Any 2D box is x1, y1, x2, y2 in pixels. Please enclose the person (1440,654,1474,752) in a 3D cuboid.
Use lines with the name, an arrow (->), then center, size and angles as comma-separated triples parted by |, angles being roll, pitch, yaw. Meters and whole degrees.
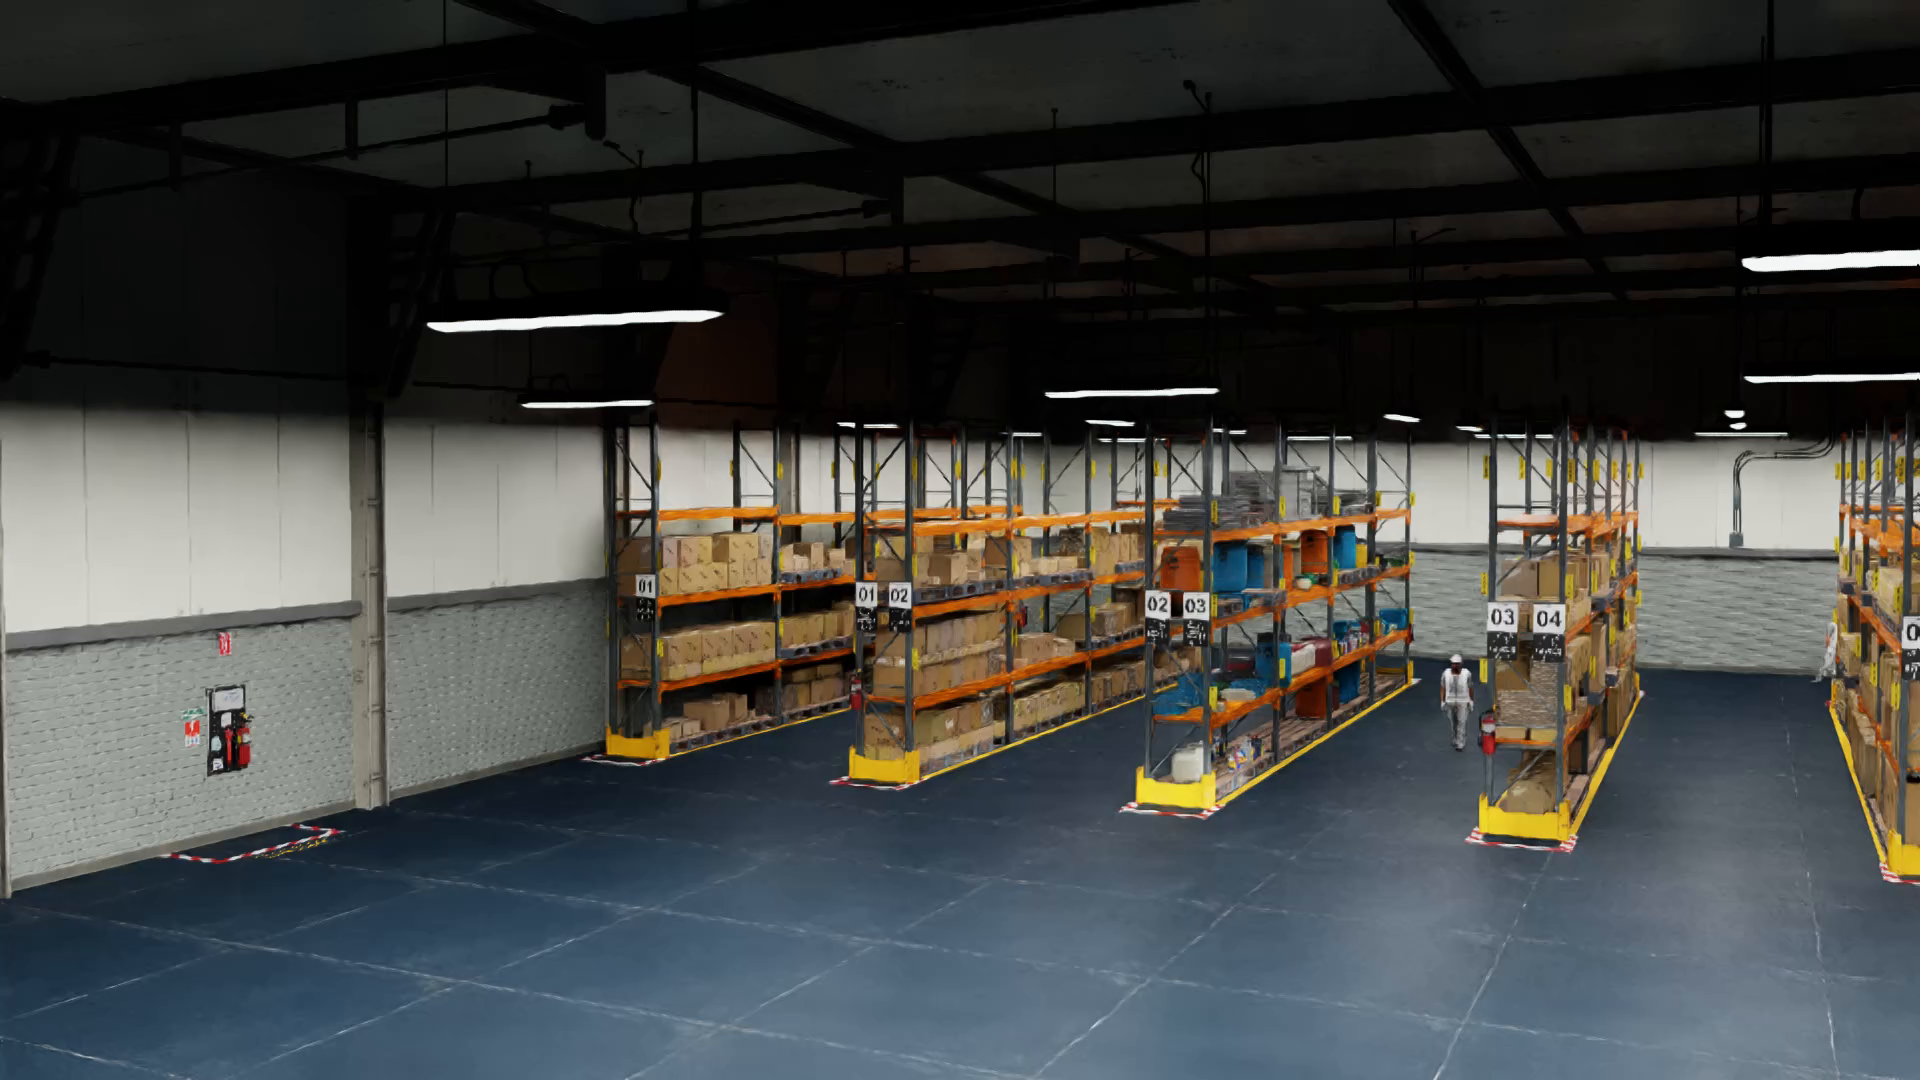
person -> 8.875, 2.883, 29.753 | 0.566, 1.706, 1.122 | 1, 3, 27

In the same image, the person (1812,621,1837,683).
person -> 20.146, 2.500, 38.472 | 0.739, 1.776, 0.521 | -1, 2, -15
